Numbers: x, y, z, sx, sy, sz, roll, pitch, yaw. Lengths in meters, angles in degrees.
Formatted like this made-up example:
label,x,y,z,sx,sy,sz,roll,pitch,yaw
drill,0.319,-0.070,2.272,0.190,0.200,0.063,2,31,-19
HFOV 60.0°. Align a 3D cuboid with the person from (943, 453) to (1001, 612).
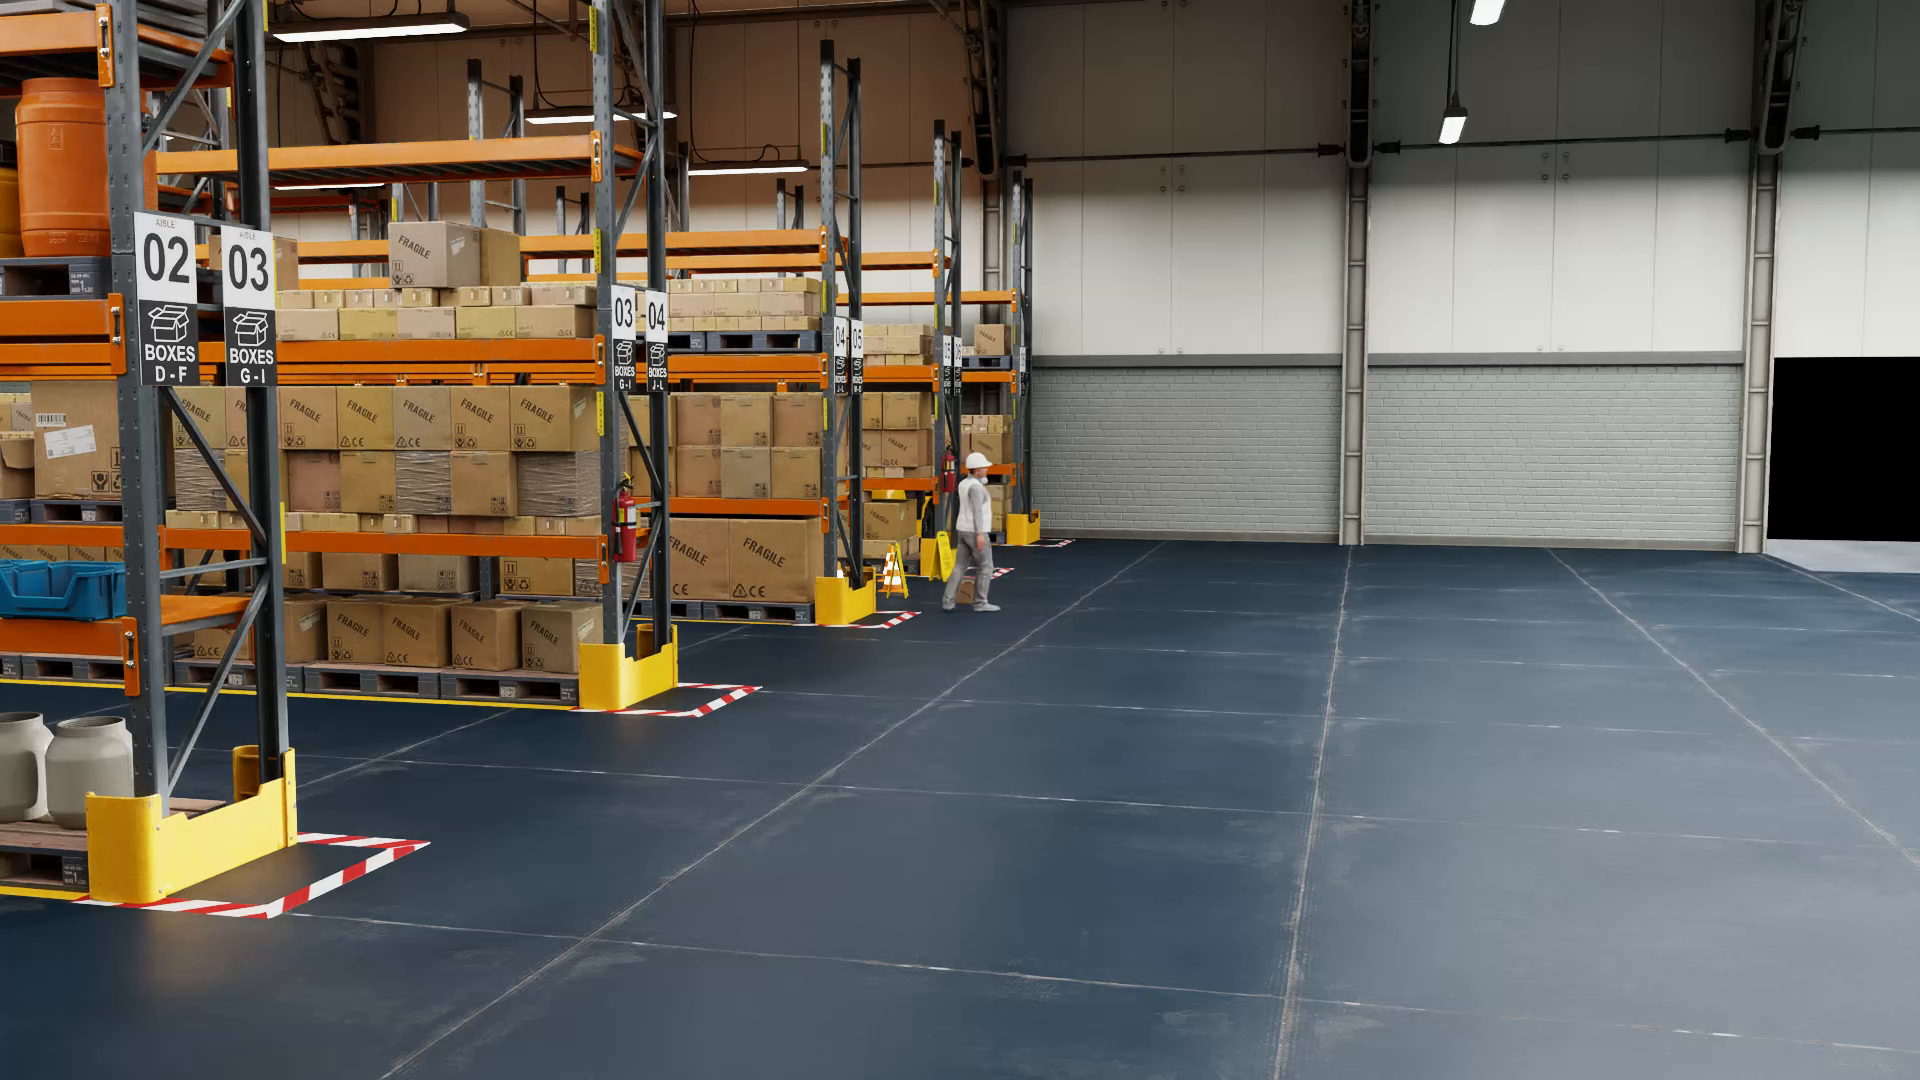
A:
label,x,y,z,sx,sy,sz,roll,pitch,yaw
person,0.120,-0.083,18.381,0.608,1.764,0.592,-2,5,-23
